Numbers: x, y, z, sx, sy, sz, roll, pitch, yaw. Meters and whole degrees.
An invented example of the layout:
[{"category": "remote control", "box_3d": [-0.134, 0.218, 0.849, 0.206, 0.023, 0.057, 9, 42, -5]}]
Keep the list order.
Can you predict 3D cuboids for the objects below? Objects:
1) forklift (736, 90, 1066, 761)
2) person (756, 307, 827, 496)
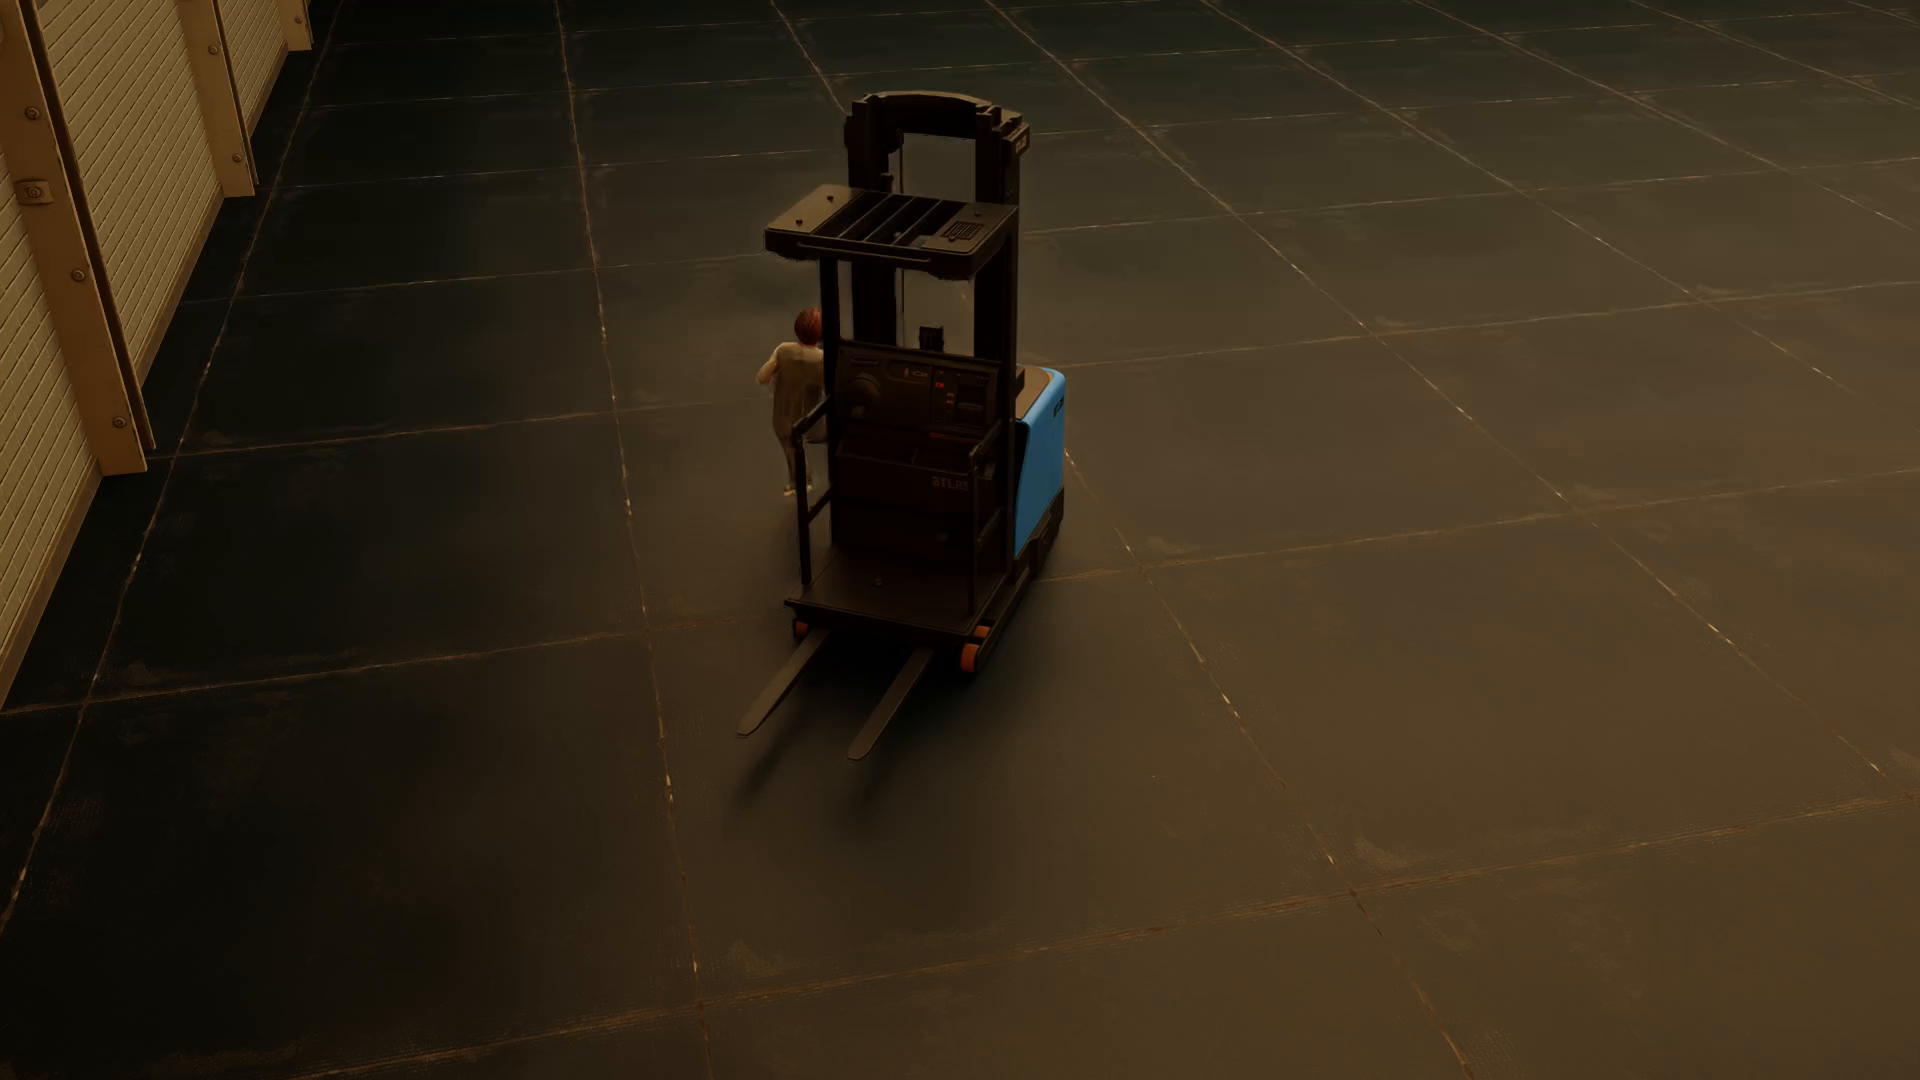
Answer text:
[{"category": "forklift", "box_3d": [-0.311, -0.761, 8.890, 1.130, 2.935, 3.031, 10, 32, 17]}, {"category": "person", "box_3d": [-0.922, -0.836, 10.566, 0.713, 1.454, 0.642, 6, 31, 11]}]
